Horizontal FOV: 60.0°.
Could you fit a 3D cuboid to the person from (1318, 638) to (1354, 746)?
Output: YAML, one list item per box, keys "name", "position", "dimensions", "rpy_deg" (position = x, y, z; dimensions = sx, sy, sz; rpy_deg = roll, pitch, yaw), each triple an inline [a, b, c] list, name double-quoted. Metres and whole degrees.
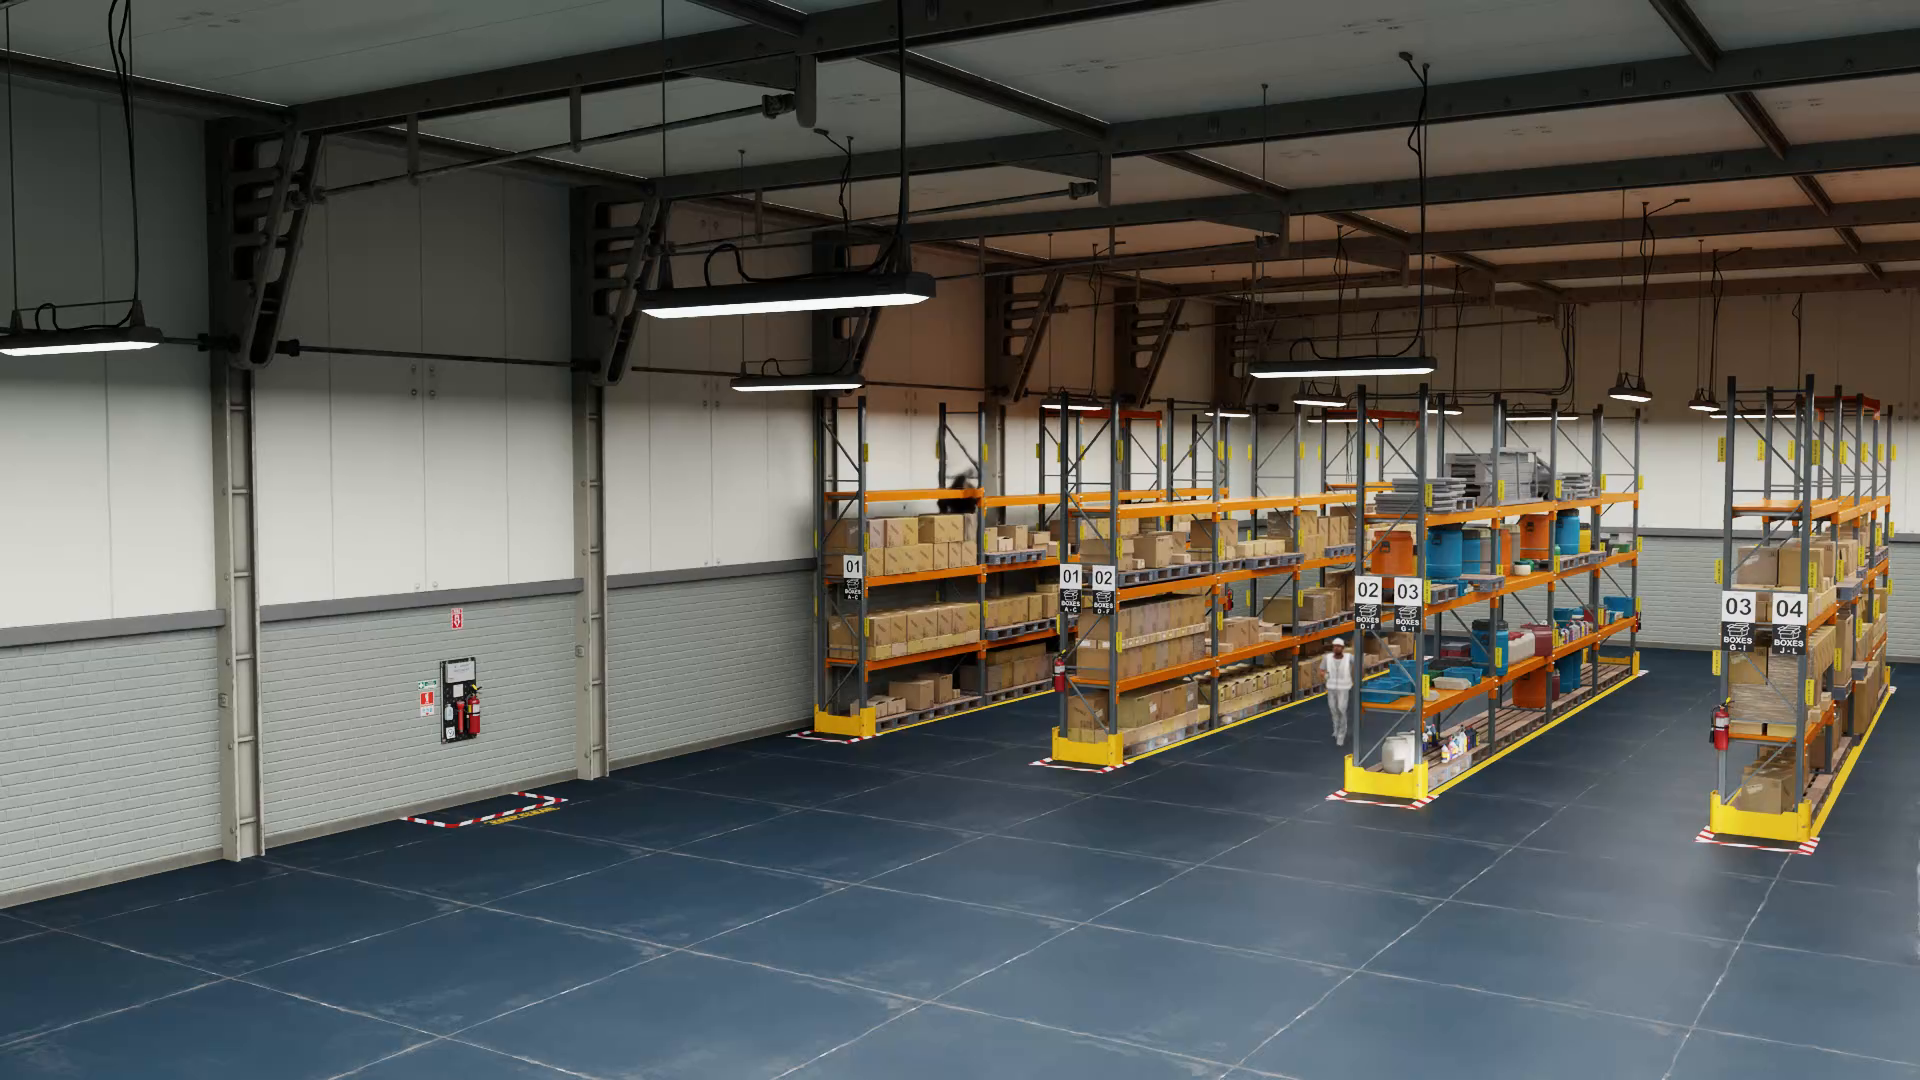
- name: "person"
  position: [6.545, 2.612, 28.712]
  dimensions: [0.703, 1.857, 0.786]
  rpy_deg: [1, 3, 26]
